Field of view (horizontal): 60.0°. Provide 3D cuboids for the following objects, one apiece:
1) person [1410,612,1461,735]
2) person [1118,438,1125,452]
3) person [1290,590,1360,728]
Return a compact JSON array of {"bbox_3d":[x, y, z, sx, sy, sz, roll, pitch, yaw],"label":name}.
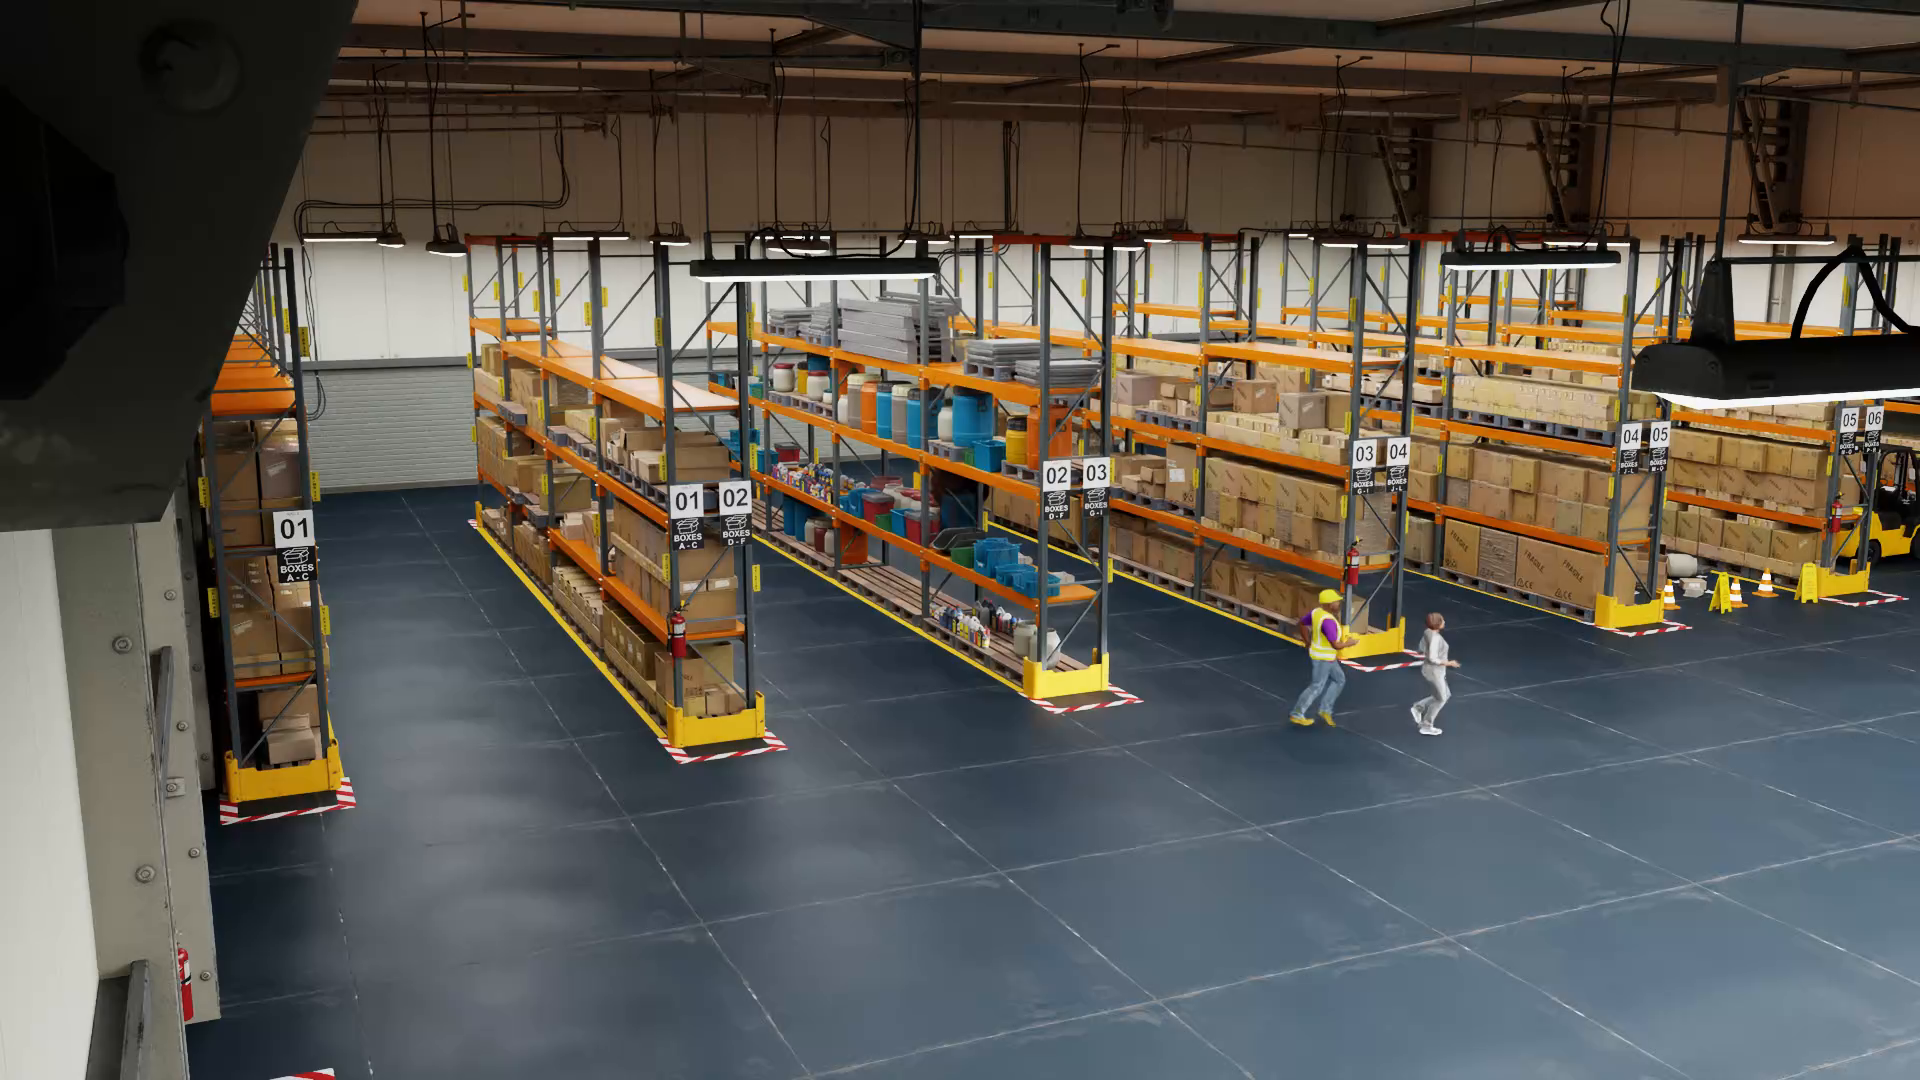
[{"bbox_3d":[5.879,1.650,20.543,0.551,1.548,0.529,1,11,7],"label":"person"},{"bbox_3d":[4.226,-2.597,41.815,0.811,1.764,0.697,-6,13,-30],"label":"person"},{"bbox_3d":[4.563,1.502,20.788,0.823,1.807,0.668,1,11,4],"label":"person"}]
